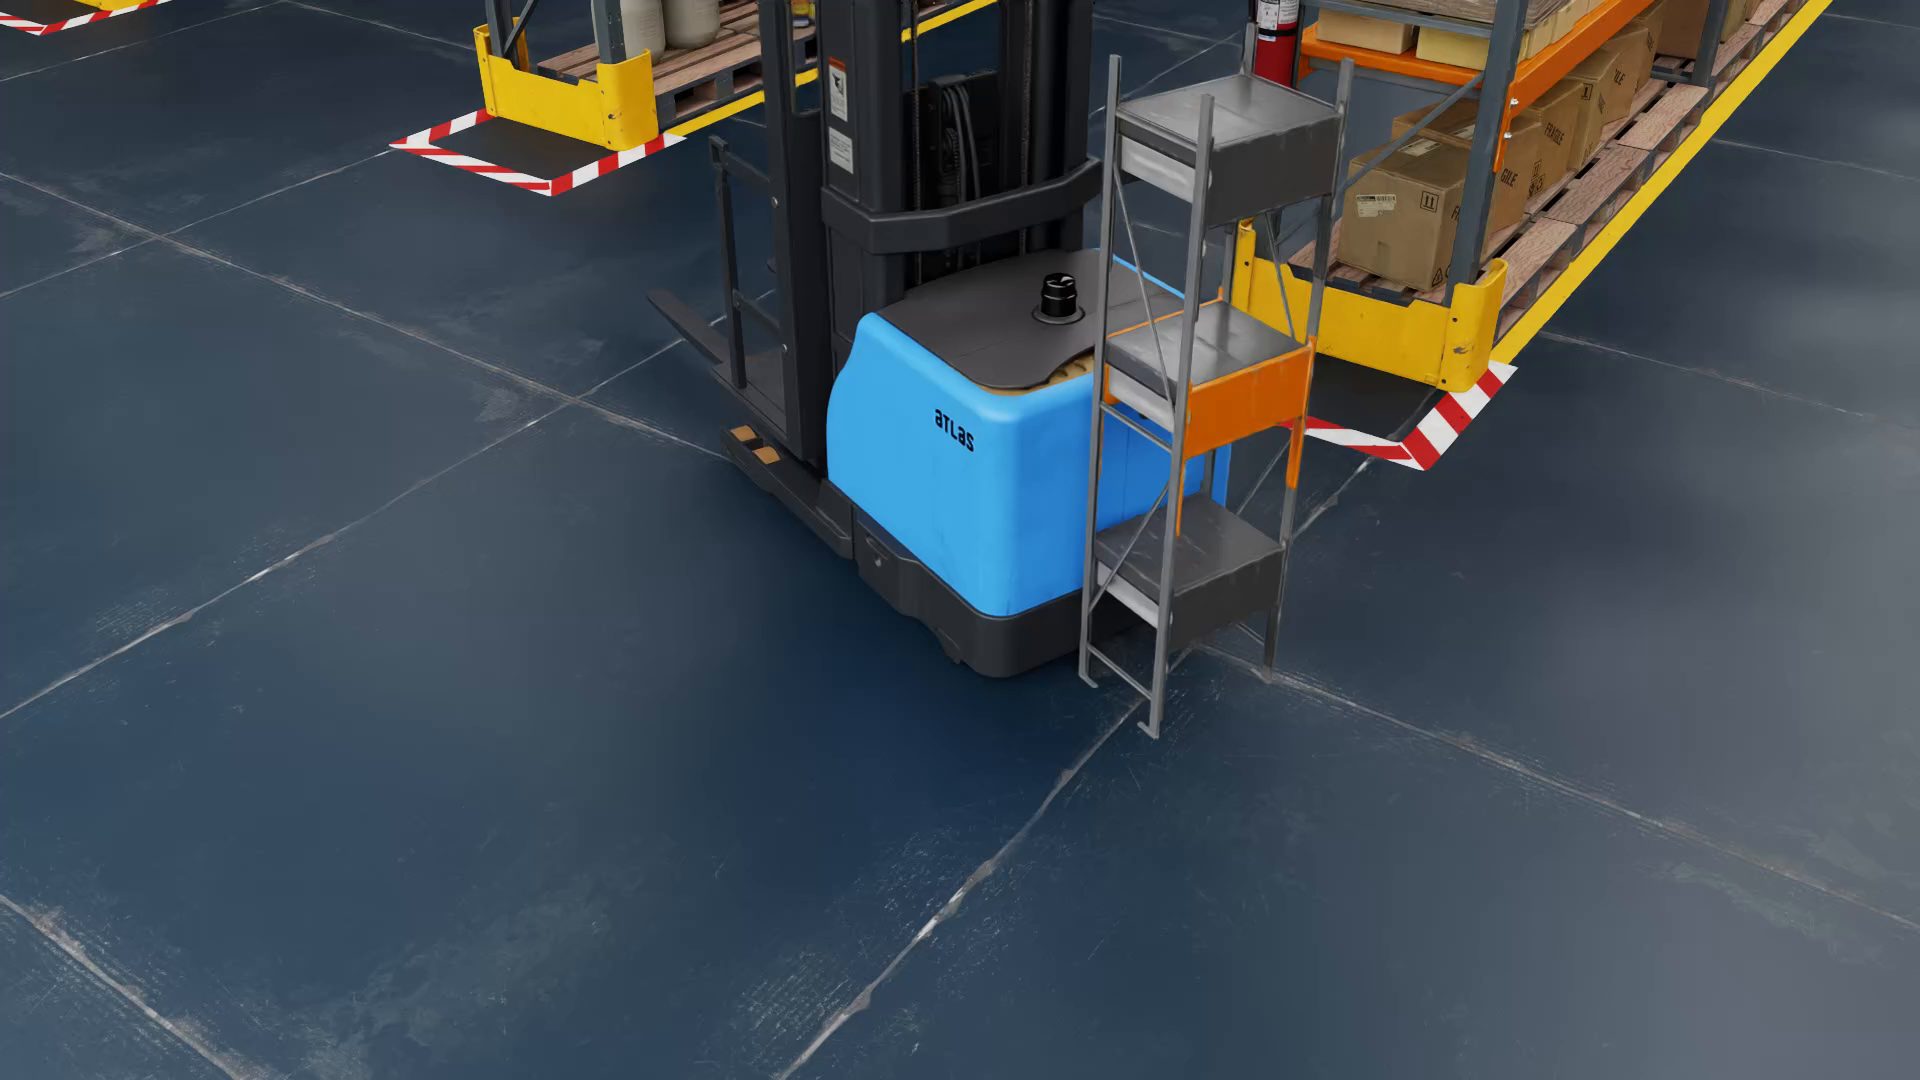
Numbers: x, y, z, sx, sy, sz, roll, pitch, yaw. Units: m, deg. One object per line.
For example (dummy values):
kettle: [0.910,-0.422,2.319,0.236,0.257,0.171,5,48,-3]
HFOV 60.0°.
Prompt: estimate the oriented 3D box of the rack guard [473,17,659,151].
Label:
rack guard: [-2.318,-2.691,9.784,1.175,0.500,0.348,21,39,28]

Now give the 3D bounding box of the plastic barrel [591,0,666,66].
plastic barrel: [-2.011,-3.148,10.073,0.421,0.512,0.421,0,34,0]

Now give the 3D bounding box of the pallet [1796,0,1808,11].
pallet: [5.861,-4.262,12.364,1.003,0.211,1.213,21,39,28]

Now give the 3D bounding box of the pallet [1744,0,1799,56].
pallet: [5.164,-3.703,11.537,1.003,0.211,1.213,21,39,28]

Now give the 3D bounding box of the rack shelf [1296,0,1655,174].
rack shelf: [2.886,-2.717,8.233,1.077,0.370,4.000,21,39,28]

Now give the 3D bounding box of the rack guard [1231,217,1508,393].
rack guard: [1.789,-1.094,7.422,1.175,0.500,0.348,21,39,28]

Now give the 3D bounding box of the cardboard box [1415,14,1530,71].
cardboard box: [2.104,-2.046,6.822,0.380,0.149,0.250,21,39,28]

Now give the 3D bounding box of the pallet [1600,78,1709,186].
pallet: [3.673,-2.460,9.699,1.003,0.211,1.213,21,39,28]

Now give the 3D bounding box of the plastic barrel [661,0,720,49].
plastic barrel: [-1.725,-3.378,10.414,0.421,0.512,0.421,0,34,0]

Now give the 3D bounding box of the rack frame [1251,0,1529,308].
rack frame: [1.746,-2.095,6.670,1.000,3.000,0.127,21,39,28]

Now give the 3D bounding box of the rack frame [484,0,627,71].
rack frame: [-2.323,-3.677,9.009,1.000,3.000,0.127,21,39,28]

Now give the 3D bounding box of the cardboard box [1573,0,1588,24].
cardboard box: [2.543,-2.387,7.326,0.380,0.149,0.250,21,39,28]

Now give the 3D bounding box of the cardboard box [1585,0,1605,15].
cardboard box: [2.691,-2.499,7.493,0.380,0.149,0.250,21,39,28]

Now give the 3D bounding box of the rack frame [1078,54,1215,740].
rack frame: [0.515,-0.325,4.856,0.015,2.100,0.400,-21,39,-28]

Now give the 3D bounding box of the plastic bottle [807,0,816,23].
plastic bottle: [-0.974,-3.482,10.827,0.097,0.201,0.097,0,34,0]

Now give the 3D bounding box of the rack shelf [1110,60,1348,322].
rack shelf: [0.716,-0.971,4.586,0.480,0.518,0.431,-21,39,-28]

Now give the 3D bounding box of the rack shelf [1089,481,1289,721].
rack shelf: [0.716,0.189,5.370,0.480,0.518,0.431,-21,39,-28]

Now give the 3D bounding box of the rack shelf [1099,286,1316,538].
rack shelf: [0.716,-0.391,4.978,0.480,0.518,0.431,-21,39,-28]

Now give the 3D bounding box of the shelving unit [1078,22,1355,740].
shelving unit: [0.716,-0.402,4.971,0.503,2.100,0.431,-21,39,-28]

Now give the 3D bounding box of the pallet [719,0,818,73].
pallet: [-1.154,-3.503,11.242,1.003,0.211,1.213,21,39,28]

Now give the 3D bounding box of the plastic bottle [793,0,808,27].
plastic bottle: [-1.033,-3.464,10.737,0.097,0.271,0.097,0,34,0]

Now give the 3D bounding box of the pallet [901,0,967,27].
pallet: [-0.459,-4.067,12.075,1.003,0.211,1.213,21,39,28]

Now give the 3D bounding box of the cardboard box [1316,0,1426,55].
cardboard box: [1.739,-2.188,7.032,0.380,0.149,0.250,21,39,28]

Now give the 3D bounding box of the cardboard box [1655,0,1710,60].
cardboard box: [4.394,-3.358,10.377,0.700,0.500,0.500,18,38,25]

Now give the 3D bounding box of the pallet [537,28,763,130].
pallet: [-1.851,-2.944,10.415,1.003,0.211,1.213,21,39,28]

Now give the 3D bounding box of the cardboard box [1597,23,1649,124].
cardboard box: [3.445,-2.637,9.328,0.500,0.500,0.500,-23,40,-30]

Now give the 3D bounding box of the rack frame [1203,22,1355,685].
rack frame: [0.918,-0.480,5.085,0.015,2.100,0.400,-21,39,-28]

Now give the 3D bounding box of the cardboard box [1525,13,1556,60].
cardboard box: [2.263,-2.155,6.983,0.380,0.149,0.250,21,39,28]

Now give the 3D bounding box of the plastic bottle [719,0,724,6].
plastic bottle: [-1.636,-3.685,11.127,0.097,0.201,0.097,0,34,0]

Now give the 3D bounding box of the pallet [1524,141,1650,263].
pallet: [2.978,-1.896,8.866,1.003,0.211,1.213,21,39,28]

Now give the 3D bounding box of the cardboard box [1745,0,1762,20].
cardboard box: [5.001,-3.829,11.073,0.700,0.500,0.500,18,38,24]

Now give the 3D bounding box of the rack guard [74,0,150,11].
rack guard: [-6.404,-4.214,12.035,1.175,0.500,0.348,21,39,28]

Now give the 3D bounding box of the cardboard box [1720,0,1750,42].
cardboard box: [4.682,-3.572,10.692,0.700,0.500,0.500,21,39,28]

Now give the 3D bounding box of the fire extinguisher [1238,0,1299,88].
fire extinguisher: [1.302,-2.157,6.831,0.296,0.674,0.183,21,39,28]

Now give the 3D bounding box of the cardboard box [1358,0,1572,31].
cardboard box: [2.082,-2.504,6.920,0.875,0.500,0.500,21,39,28]

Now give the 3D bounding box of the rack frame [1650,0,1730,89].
rack frame: [4.027,-3.936,9.392,1.000,3.000,0.127,21,39,28]

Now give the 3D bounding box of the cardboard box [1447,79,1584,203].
cardboard box: [2.801,-2.083,8.510,0.500,0.500,0.500,25,42,32]

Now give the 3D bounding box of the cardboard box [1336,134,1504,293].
cardboard box: [2.116,-1.515,7.670,0.500,0.500,0.500,-29,43,-35]

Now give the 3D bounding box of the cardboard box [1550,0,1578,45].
cardboard box: [2.417,-2.265,7.146,0.380,0.149,0.250,21,39,28]

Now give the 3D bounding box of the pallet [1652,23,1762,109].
pallet: [4.469,-3.139,10.704,1.003,0.211,1.213,21,39,28]

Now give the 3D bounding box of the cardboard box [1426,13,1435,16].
cardboard box: [1.882,-2.303,7.202,0.380,0.149,0.250,21,39,28]

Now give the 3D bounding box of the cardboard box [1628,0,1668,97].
cardboard box: [3.766,-2.903,9.721,0.500,0.500,0.500,20,39,27]

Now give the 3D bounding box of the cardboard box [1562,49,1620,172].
cardboard box: [3.156,-2.326,8.868,0.500,0.500,0.500,18,38,24]

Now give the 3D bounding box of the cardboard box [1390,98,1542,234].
cardboard box: [2.428,-1.801,8.093,0.500,0.500,0.500,-25,41,-32]

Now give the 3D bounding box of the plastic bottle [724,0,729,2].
plastic bottle: [-1.584,-3.779,11.192,0.061,0.283,0.133,22,40,29]

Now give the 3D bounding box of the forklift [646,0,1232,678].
forklift: [-0.302,-1.548,5.922,1.130,2.935,3.031,-20,39,-27]

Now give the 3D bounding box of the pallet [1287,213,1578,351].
pallet: [2.282,-1.337,8.039,1.003,0.211,1.213,21,39,28]
